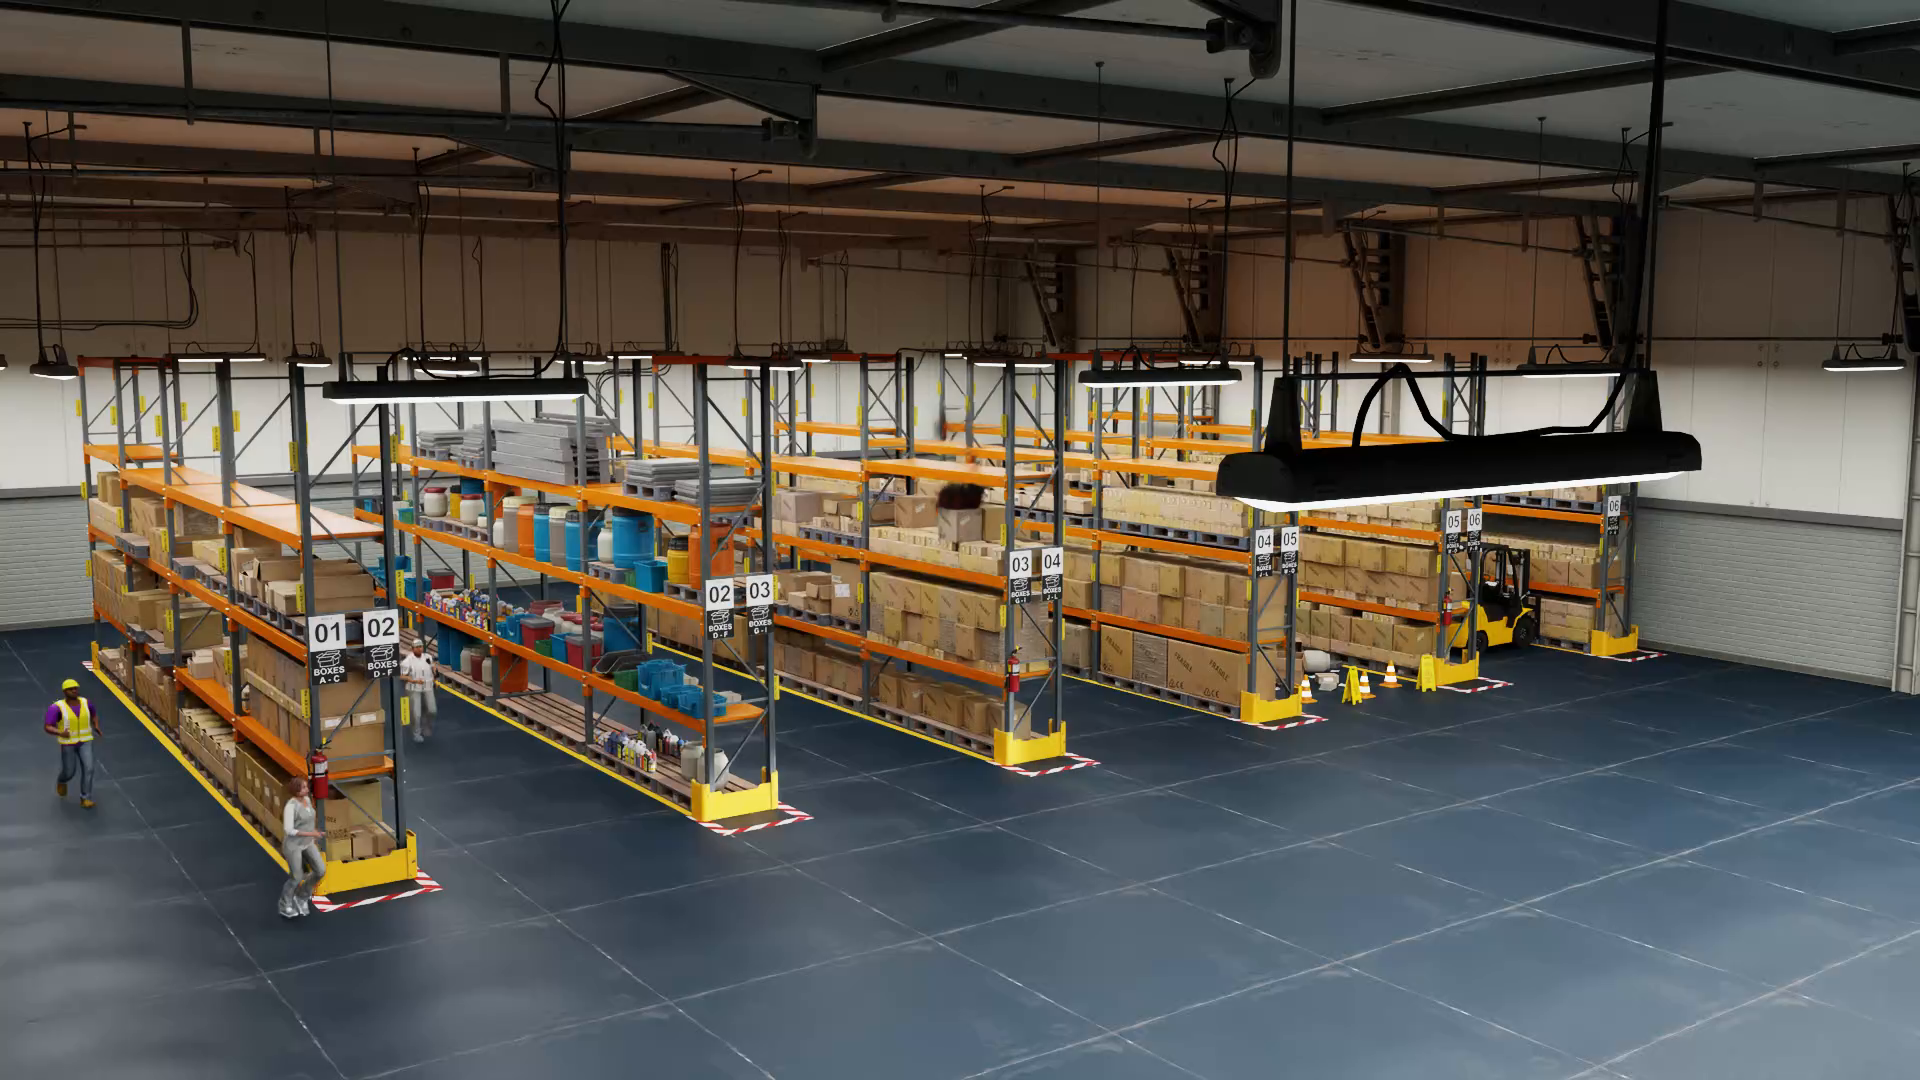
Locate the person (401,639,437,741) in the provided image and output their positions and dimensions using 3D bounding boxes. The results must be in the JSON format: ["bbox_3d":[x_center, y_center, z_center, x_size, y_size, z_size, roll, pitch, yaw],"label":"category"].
[{"bbox_3d":[-8.459,2.363,26.088,0.567,1.629,0.577,-5,8,-34],"label":"person"}]

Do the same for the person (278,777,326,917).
[{"bbox_3d":[-7.170,3.365,18.166,0.637,1.571,0.562,2,7,15],"label":"person"}]

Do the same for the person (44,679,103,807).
[{"bbox_3d":[-12.017,2.743,22.581,0.791,1.733,0.714,6,9,42],"label":"person"}]
